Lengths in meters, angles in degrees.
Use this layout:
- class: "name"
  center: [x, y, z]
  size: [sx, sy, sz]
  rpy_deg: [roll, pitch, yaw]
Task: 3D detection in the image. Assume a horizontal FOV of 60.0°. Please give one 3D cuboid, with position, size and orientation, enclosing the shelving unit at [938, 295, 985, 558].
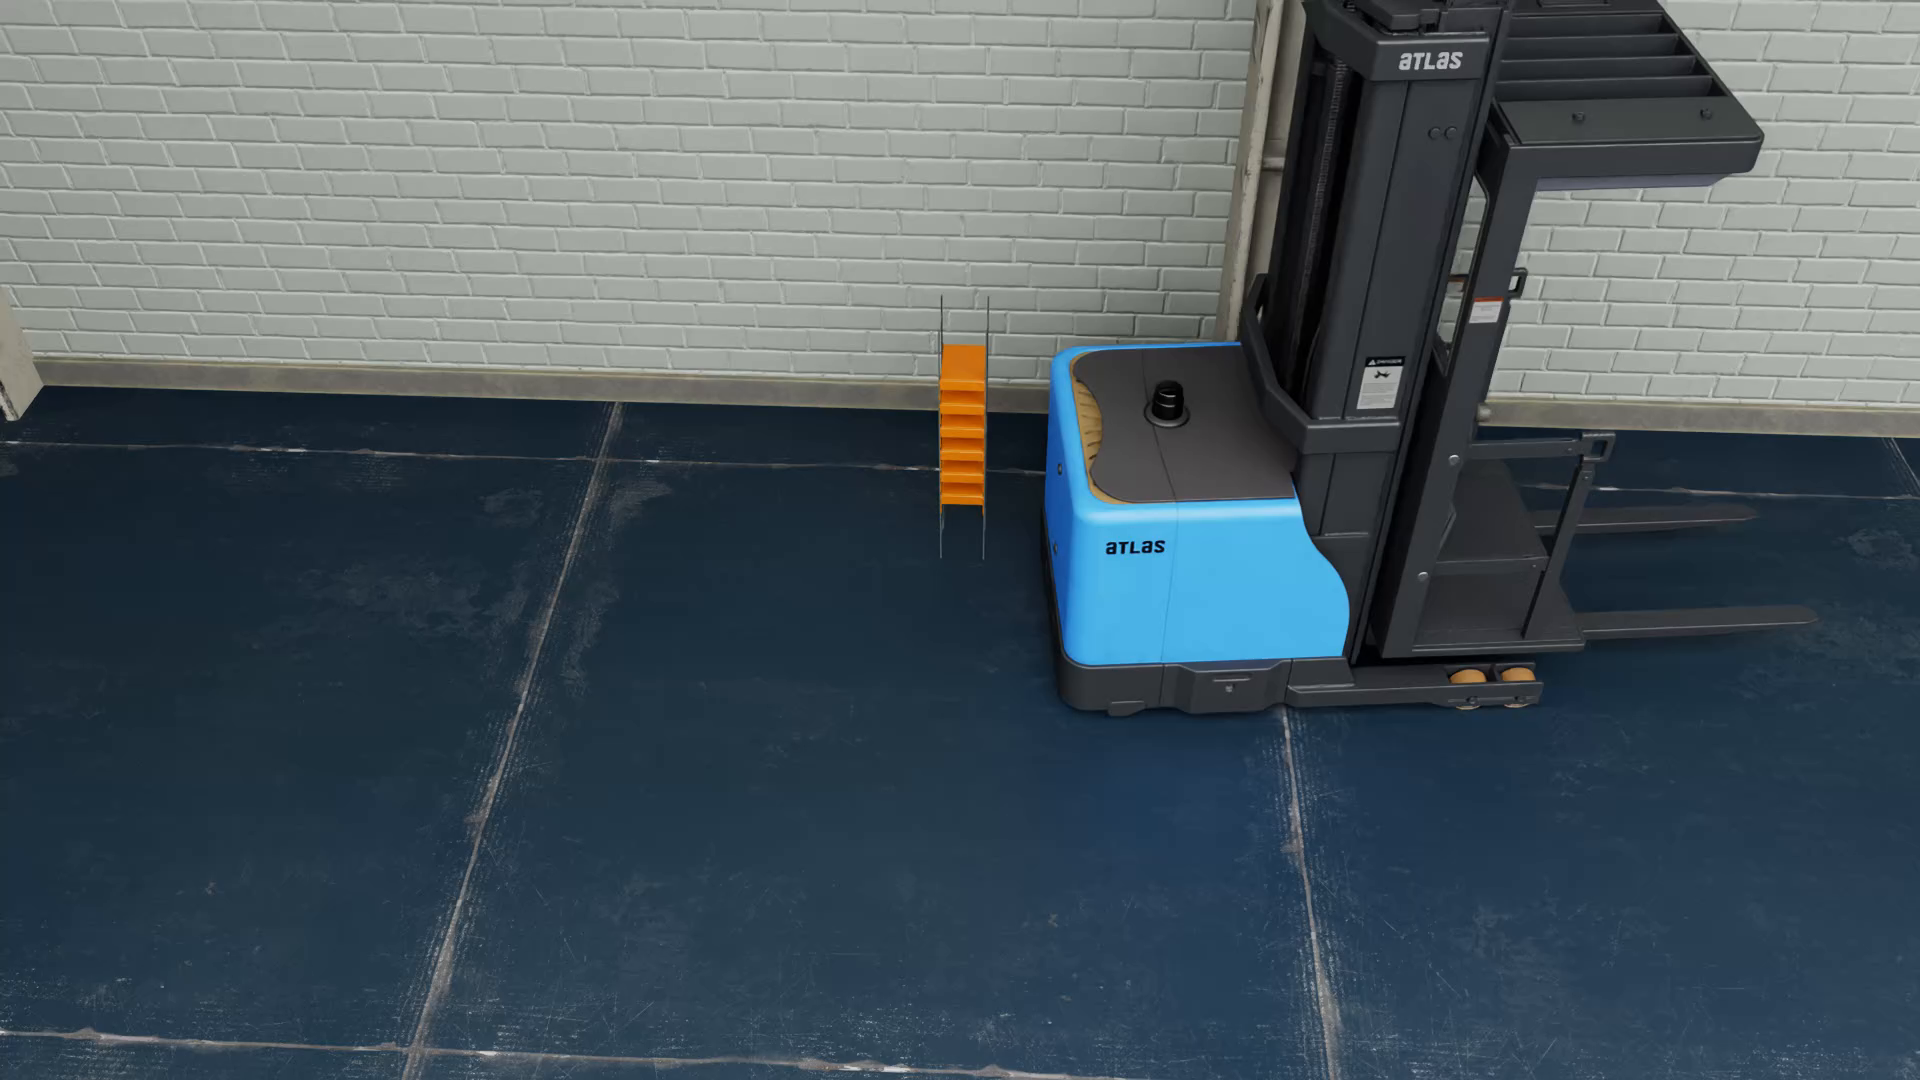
- class: "shelving unit"
  center: [-10.961, 0.879, 4.986]
  size: [21.905, 1.800, 5.752]
  rpy_deg: [2, 43, 2]

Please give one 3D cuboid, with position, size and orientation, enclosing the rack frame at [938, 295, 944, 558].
- class: "rack frame"
  center: [-0.077, -0.441, 6.844]
  size: [0.006, 1.200, 0.240]
  rpy_deg: [2, 43, 2]

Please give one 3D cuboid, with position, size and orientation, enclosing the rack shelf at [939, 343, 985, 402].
- class: "rack shelf"
  center: [0.014, -0.669, 6.625]
  size: [0.180, 0.103, 0.258]
  rpy_deg: [2, 43, 2]

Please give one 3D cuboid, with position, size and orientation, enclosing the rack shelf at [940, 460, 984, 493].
- class: "rack shelf"
  center: [0.014, -0.318, 6.953]
  size: [0.180, 0.103, 0.258]
  rpy_deg: [2, 43, 2]
